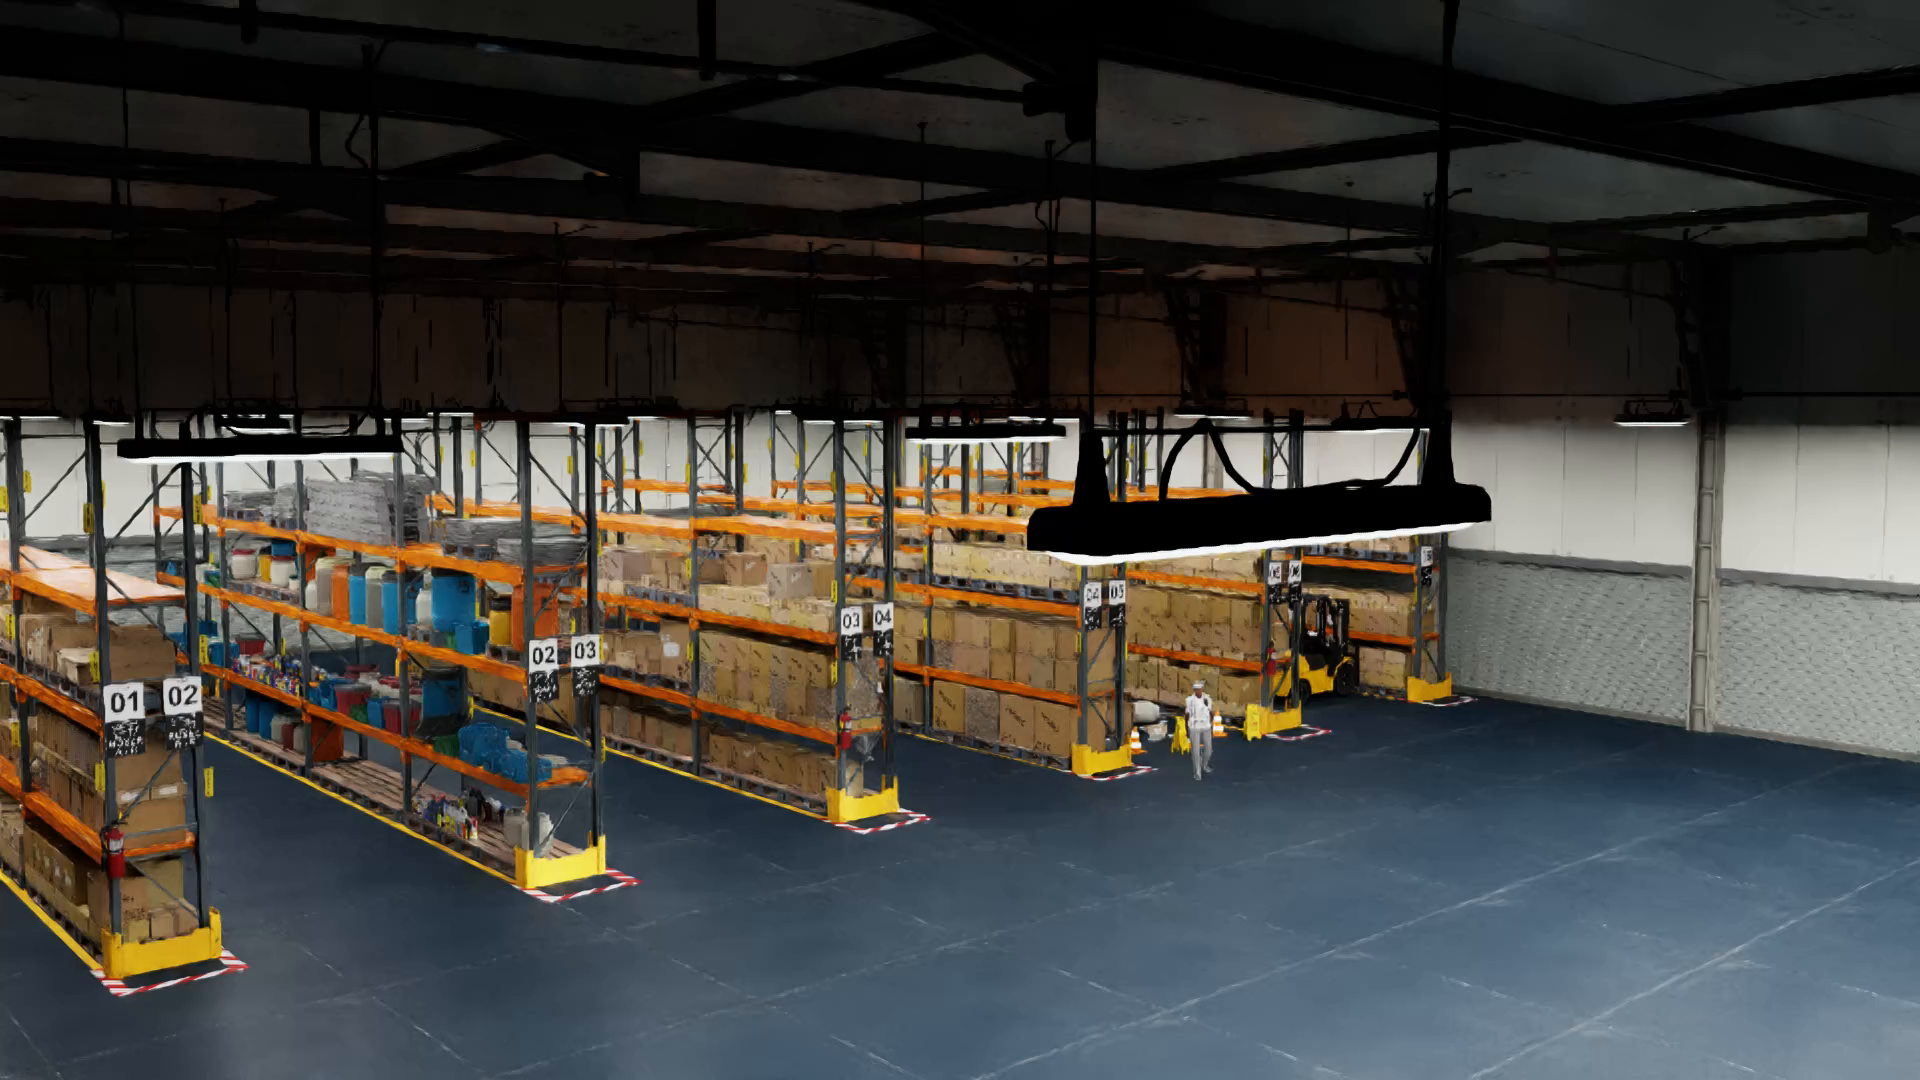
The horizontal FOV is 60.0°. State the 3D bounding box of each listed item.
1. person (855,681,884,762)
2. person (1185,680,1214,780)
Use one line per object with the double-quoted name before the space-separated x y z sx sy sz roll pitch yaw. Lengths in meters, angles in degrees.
"person" -1.606 2.939 28.834 0.571 1.705 1.043 -3 6 -32
"person" 3.959 3.096 27.450 0.520 1.663 0.542 0 5 -4
